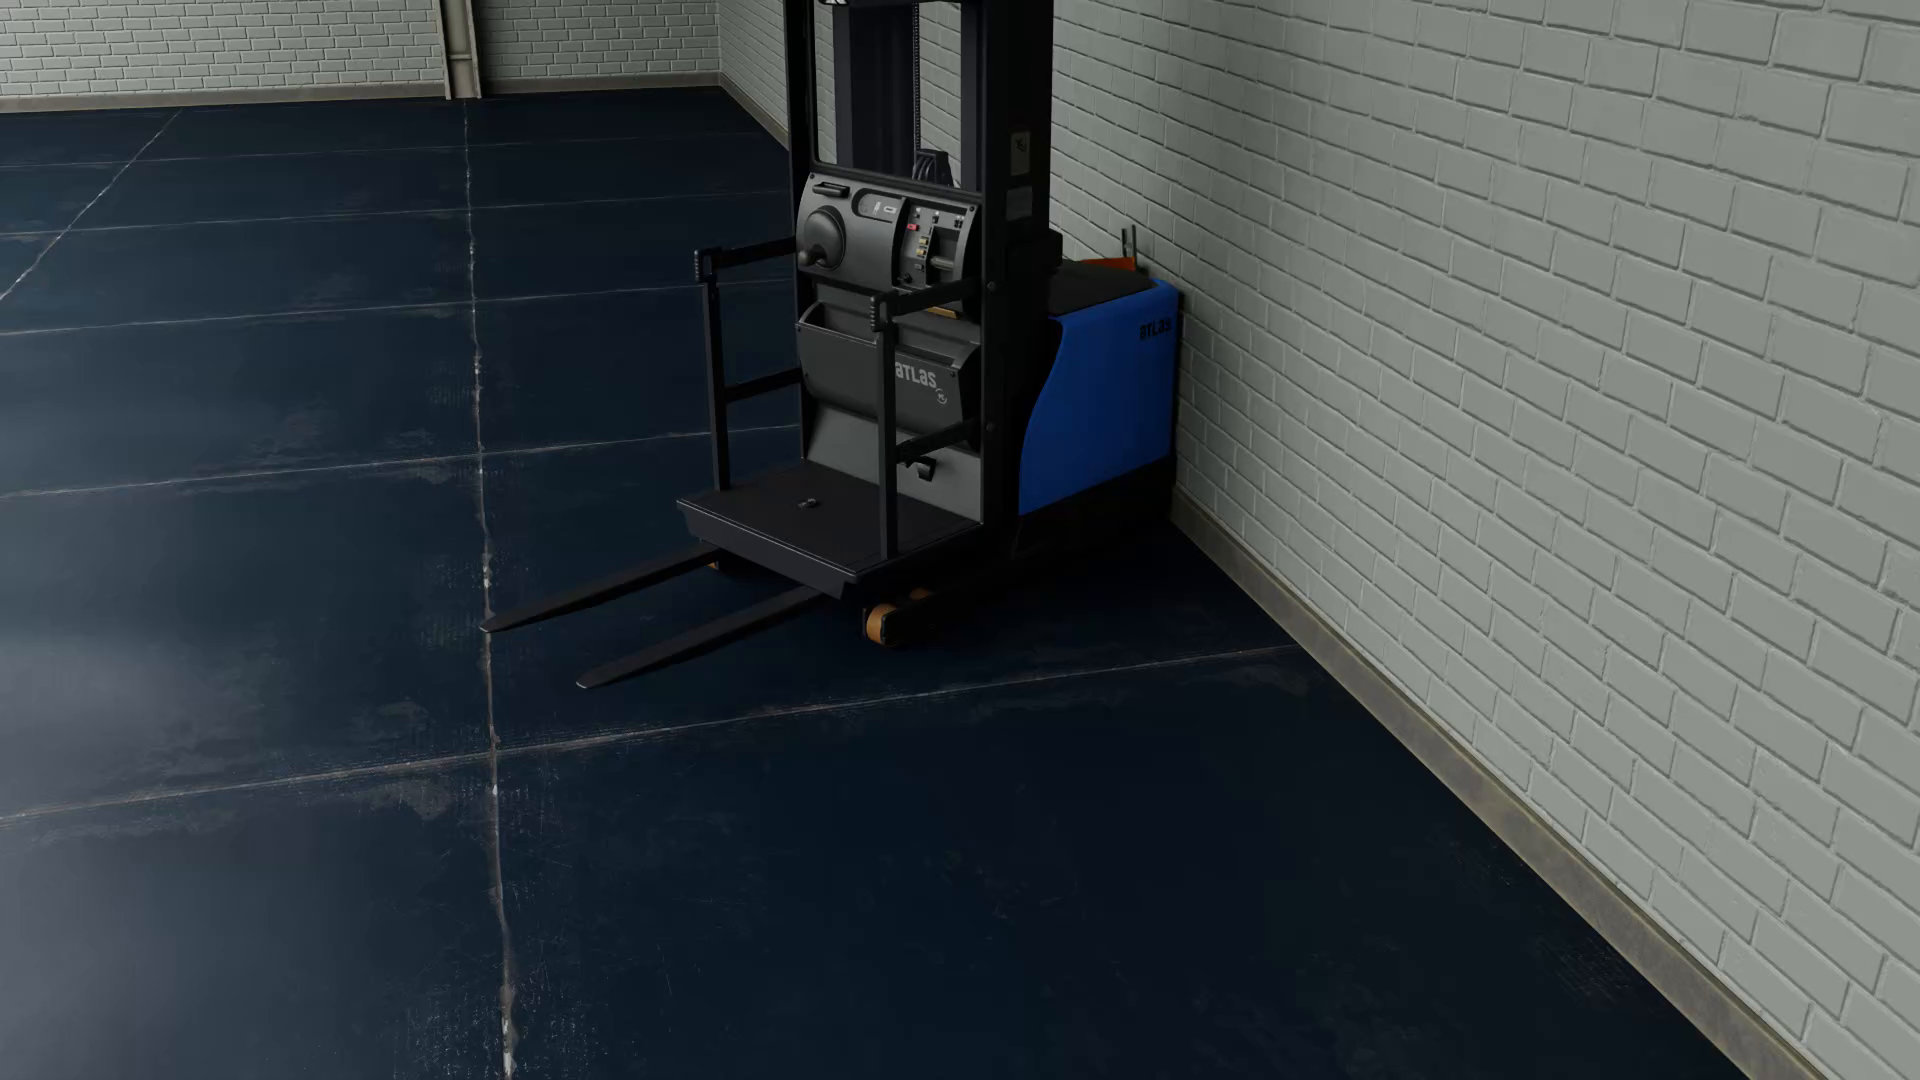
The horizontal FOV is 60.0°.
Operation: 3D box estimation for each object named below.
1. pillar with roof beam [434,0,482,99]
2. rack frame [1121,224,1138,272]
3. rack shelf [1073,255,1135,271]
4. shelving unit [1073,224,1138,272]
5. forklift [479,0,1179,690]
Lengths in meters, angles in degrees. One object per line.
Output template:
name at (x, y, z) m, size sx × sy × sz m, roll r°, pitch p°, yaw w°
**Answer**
pillar with roof beam at (-4.544, -7.602, 13.556) m, size 0.400 × 9.000 × 9.100 m, roll -6°, pitch 24°, yaw -14°
rack frame at (0.799, -0.828, 7.623) m, size 0.015 × 1.200 × 0.240 m, roll -4°, pitch 6°, yaw -6°
rack shelf at (0.534, -1.201, 7.555) m, size 0.480 × 0.148 × 0.258 m, roll -4°, pitch 6°, yaw -6°
shelving unit at (0.557, -0.811, 7.597) m, size 0.503 × 1.200 × 0.258 m, roll -4°, pitch 6°, yaw -6°
forklift at (-0.436, -1.168, 6.256) m, size 1.130 × 2.935 × 3.031 m, roll 21°, pitch 31°, yaw 40°
